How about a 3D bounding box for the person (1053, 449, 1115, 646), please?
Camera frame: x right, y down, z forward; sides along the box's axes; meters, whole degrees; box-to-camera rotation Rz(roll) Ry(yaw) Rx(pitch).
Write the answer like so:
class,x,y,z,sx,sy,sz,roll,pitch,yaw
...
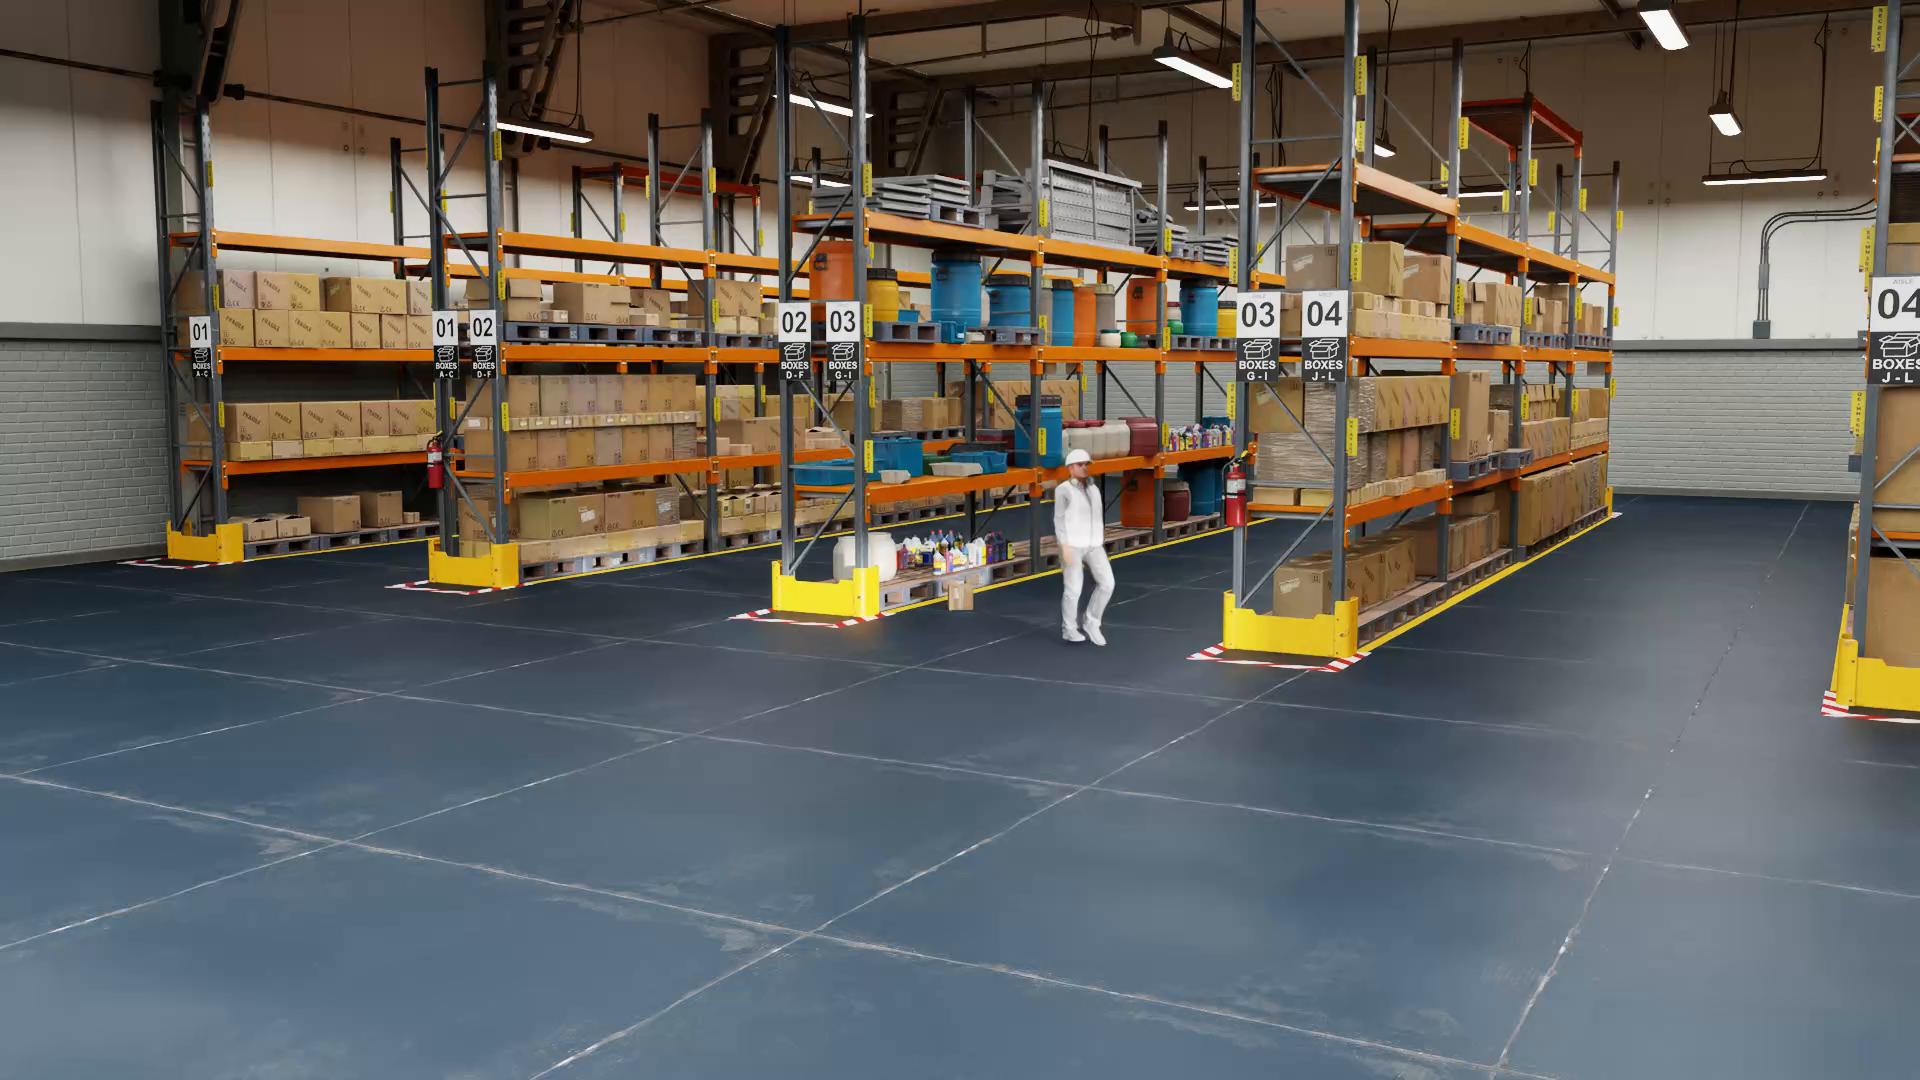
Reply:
class,x,y,z,sx,sy,sz,roll,pitch,yaw
person,1.120,0.082,15.197,0.568,1.820,0.507,-3,7,-31
